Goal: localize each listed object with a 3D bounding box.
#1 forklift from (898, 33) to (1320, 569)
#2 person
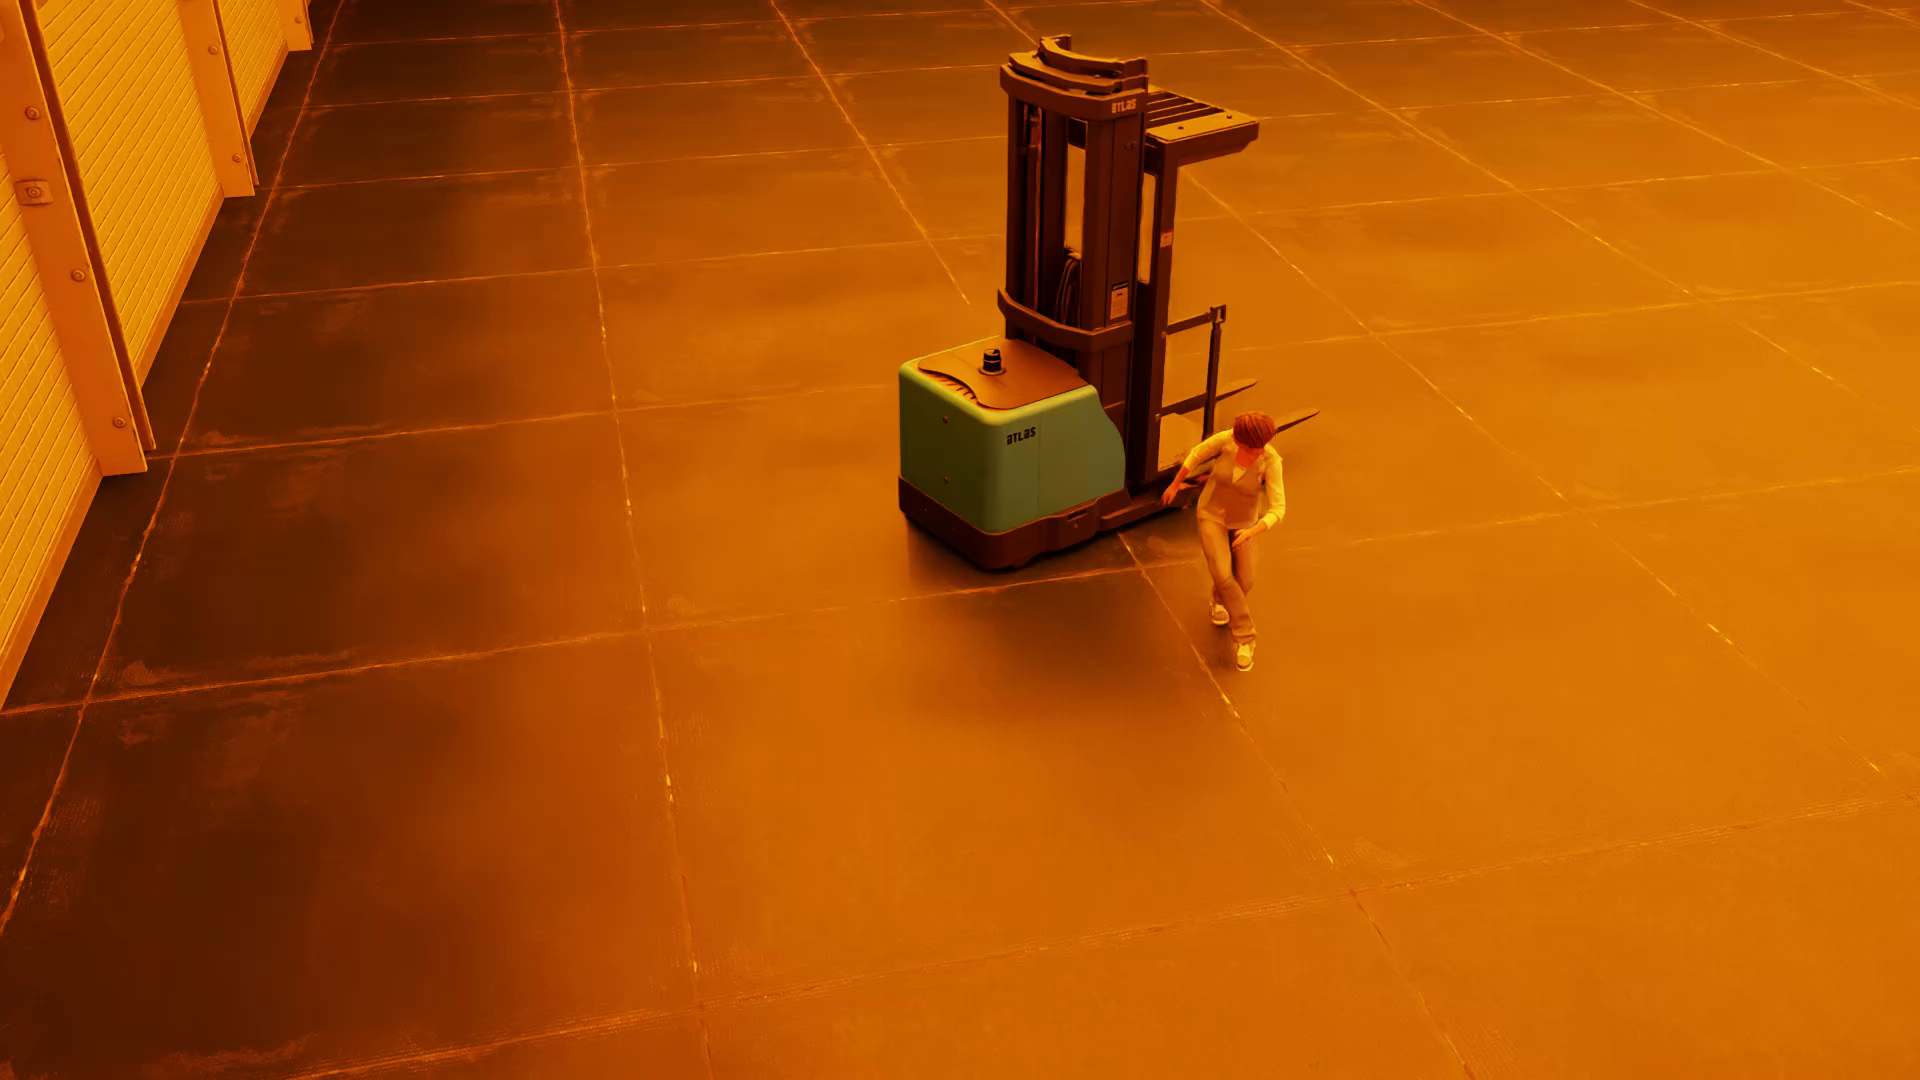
[{"bbox_3d":[1.096,-1.668,10.455,3.031,2.935,1.130,-20,36,-31],"label":"forklift"},{"bbox_3d":[1.437,-0.059,9.165,0.656,1.466,0.744,4,30,6],"label":"person"}]
